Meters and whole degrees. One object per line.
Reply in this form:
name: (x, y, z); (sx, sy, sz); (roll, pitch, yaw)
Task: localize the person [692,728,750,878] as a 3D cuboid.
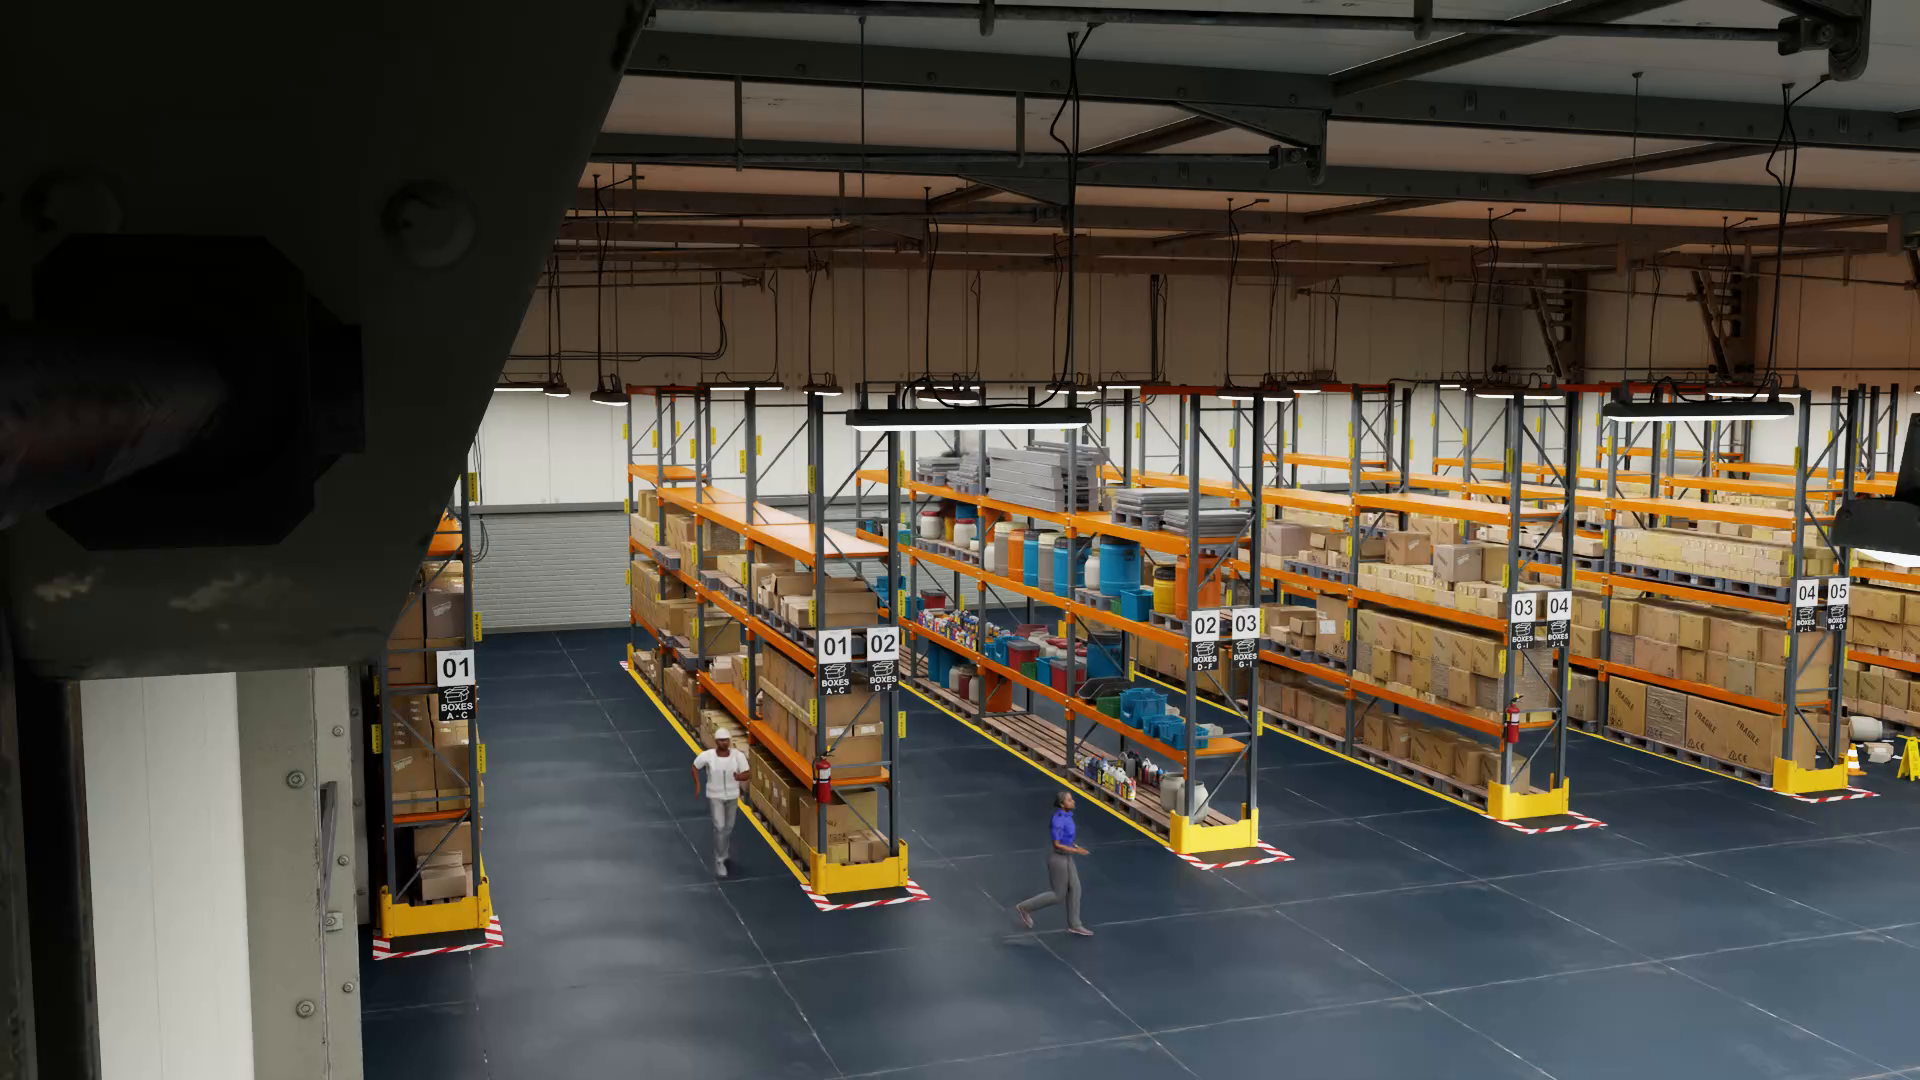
person: (-2.999, 3.275, 21.034); (0.677, 1.823, 0.799); (-3, 6, -23)

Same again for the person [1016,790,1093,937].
person: (1.077, 3.609, 18.621); (0.850, 1.657, 0.588); (1, 6, 11)
